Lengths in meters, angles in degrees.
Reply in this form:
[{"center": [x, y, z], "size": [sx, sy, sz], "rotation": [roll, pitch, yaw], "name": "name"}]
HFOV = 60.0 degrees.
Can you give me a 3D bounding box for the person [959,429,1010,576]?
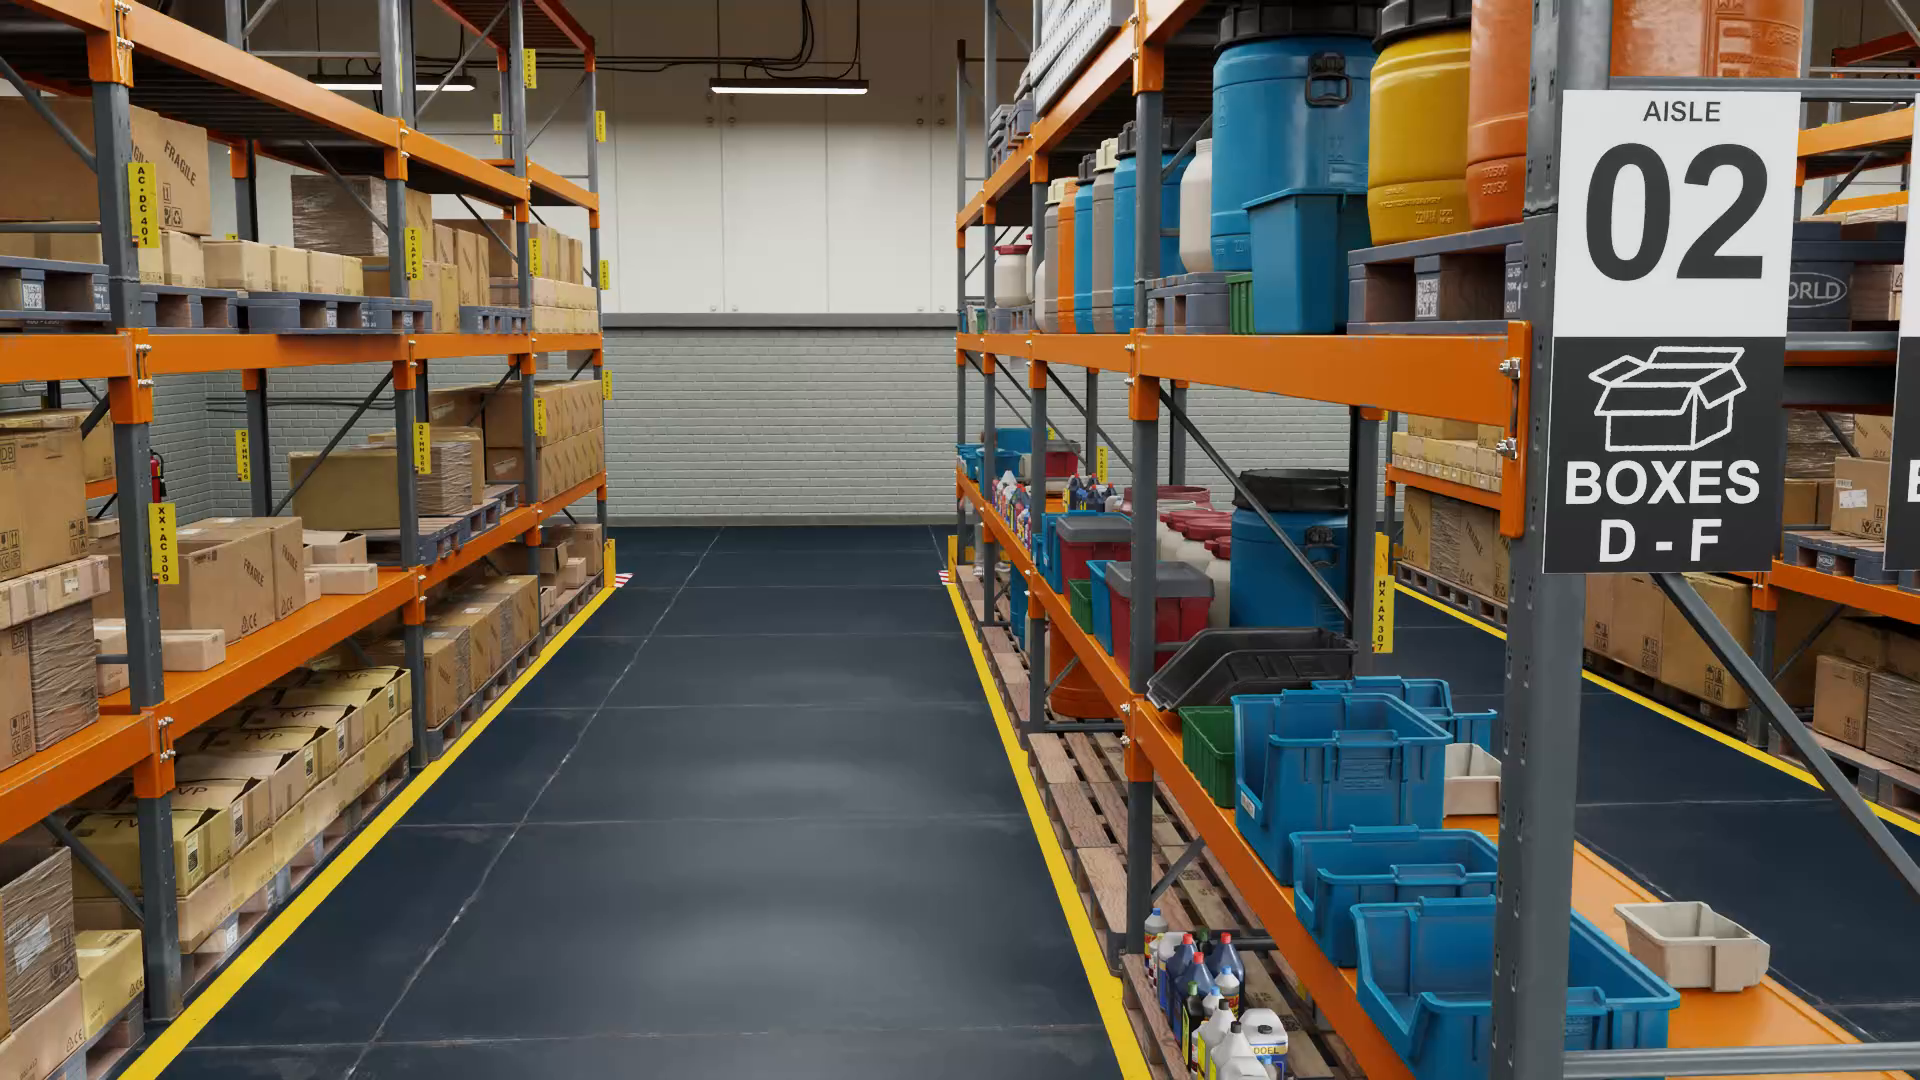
[{"center": [0.281, -0.426, 17.922], "size": [0.588, 1.582, 0.574], "rotation": [-1, 7, -7], "name": "person"}]
